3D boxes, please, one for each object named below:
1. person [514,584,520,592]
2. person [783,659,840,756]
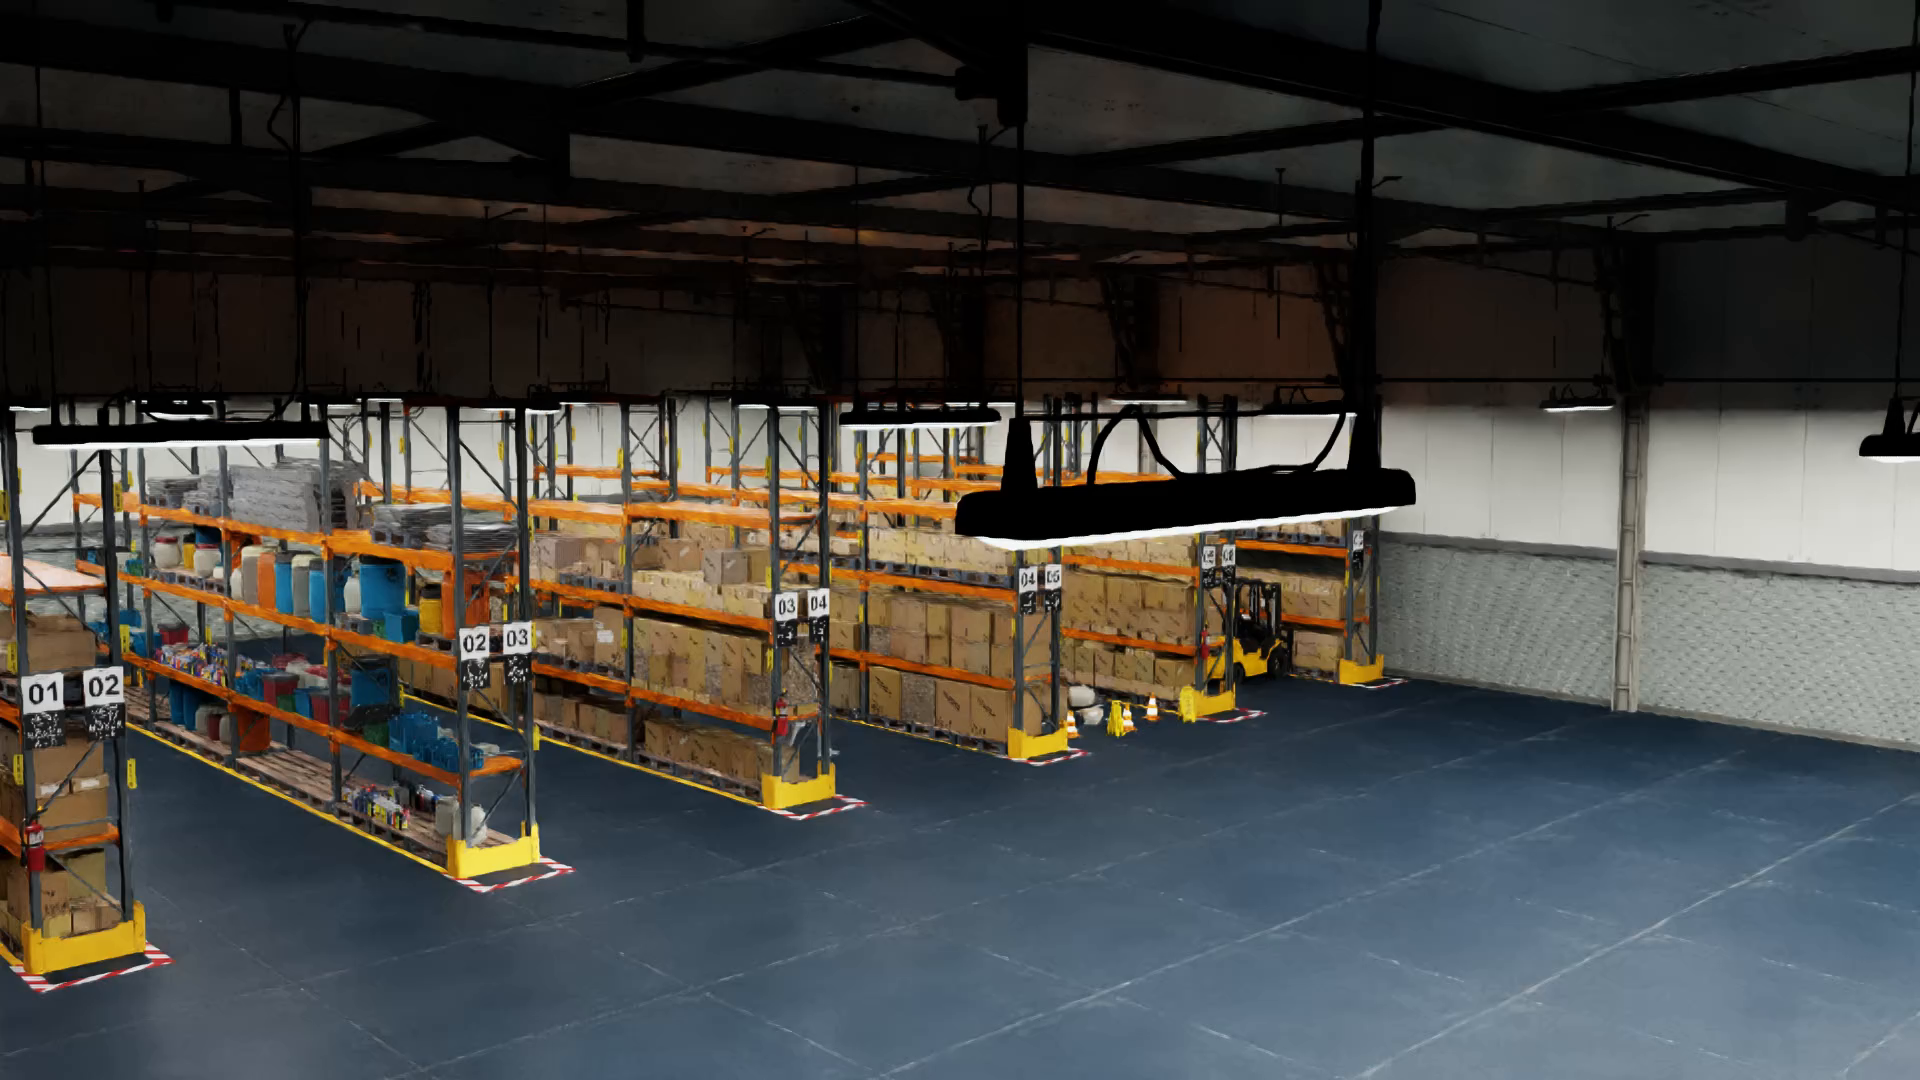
[{"bbox_3d":[-11.477,1.321,42.823,0.527,1.751,0.739,1,6,6],"label":"person"},{"bbox_3d":[-2.565,2.790,27.708,0.889,1.714,0.737,3,6,29],"label":"person"}]
